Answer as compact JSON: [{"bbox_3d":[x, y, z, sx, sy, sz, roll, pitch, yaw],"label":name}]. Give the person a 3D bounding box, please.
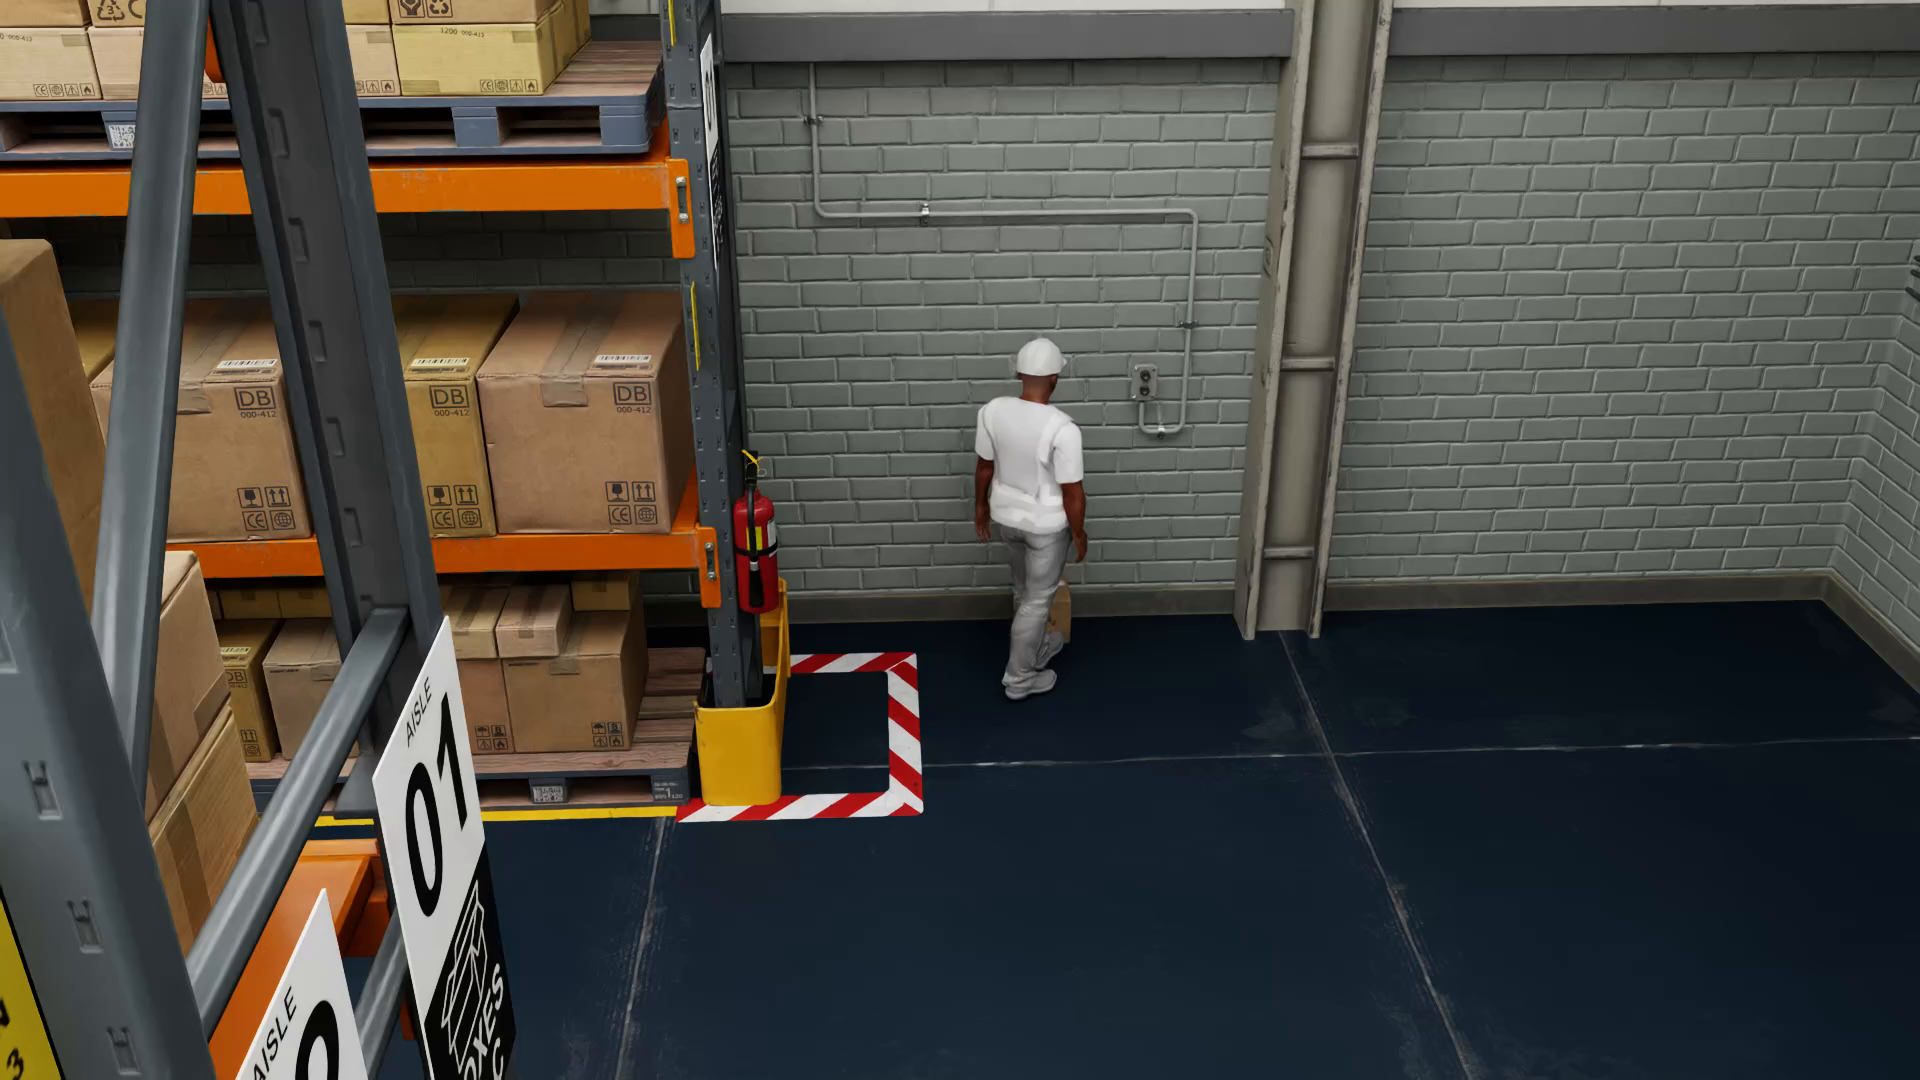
[{"bbox_3d":[0.372,-0.124,7.819,0.585,1.771,0.626,20,33,33],"label":"person"}]
